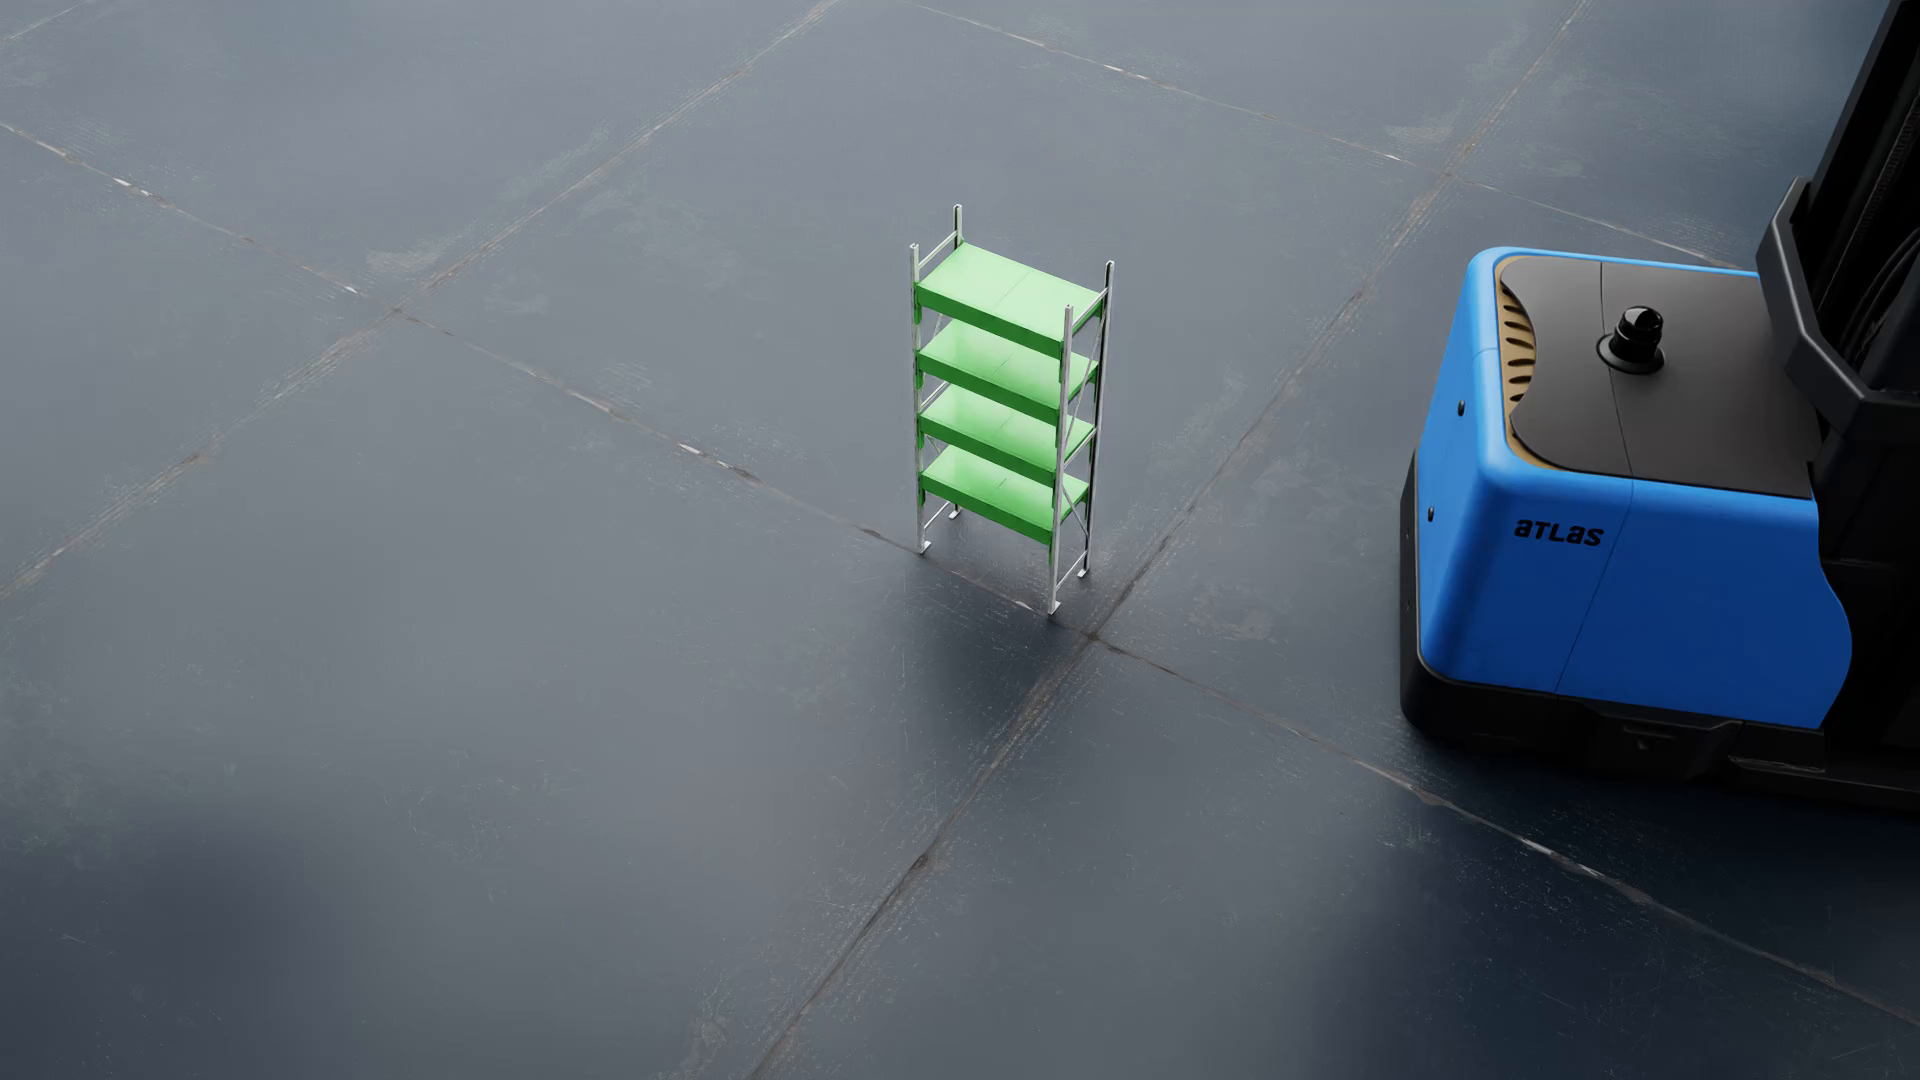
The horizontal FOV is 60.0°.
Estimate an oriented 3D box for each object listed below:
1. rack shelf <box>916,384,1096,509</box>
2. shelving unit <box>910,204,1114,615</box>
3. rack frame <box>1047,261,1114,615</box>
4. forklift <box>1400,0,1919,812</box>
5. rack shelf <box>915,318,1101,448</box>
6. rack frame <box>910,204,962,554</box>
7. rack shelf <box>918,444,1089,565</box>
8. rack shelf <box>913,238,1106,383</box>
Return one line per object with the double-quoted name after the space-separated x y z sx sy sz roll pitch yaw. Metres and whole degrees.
0.139 -0.310 4.975 0.480 0.148 0.258 25 51 22 "rack shelf"
0.139 -0.354 4.929 0.503 1.200 0.258 25 51 22 "shelving unit"
0.345 -0.260 4.837 0.015 1.200 0.240 25 51 22 "rack frame"
2.853 -0.595 3.956 3.031 2.935 1.130 7 46 7 "forklift"
0.139 -0.477 4.803 0.480 0.148 0.258 25 51 22 "rack shelf"
-0.066 -0.449 5.021 0.015 1.200 0.240 25 51 22 "rack frame"
0.139 -0.142 5.147 0.480 0.148 0.258 25 51 22 "rack shelf"
0.139 -0.644 4.630 0.480 0.148 0.258 25 51 22 "rack shelf"
